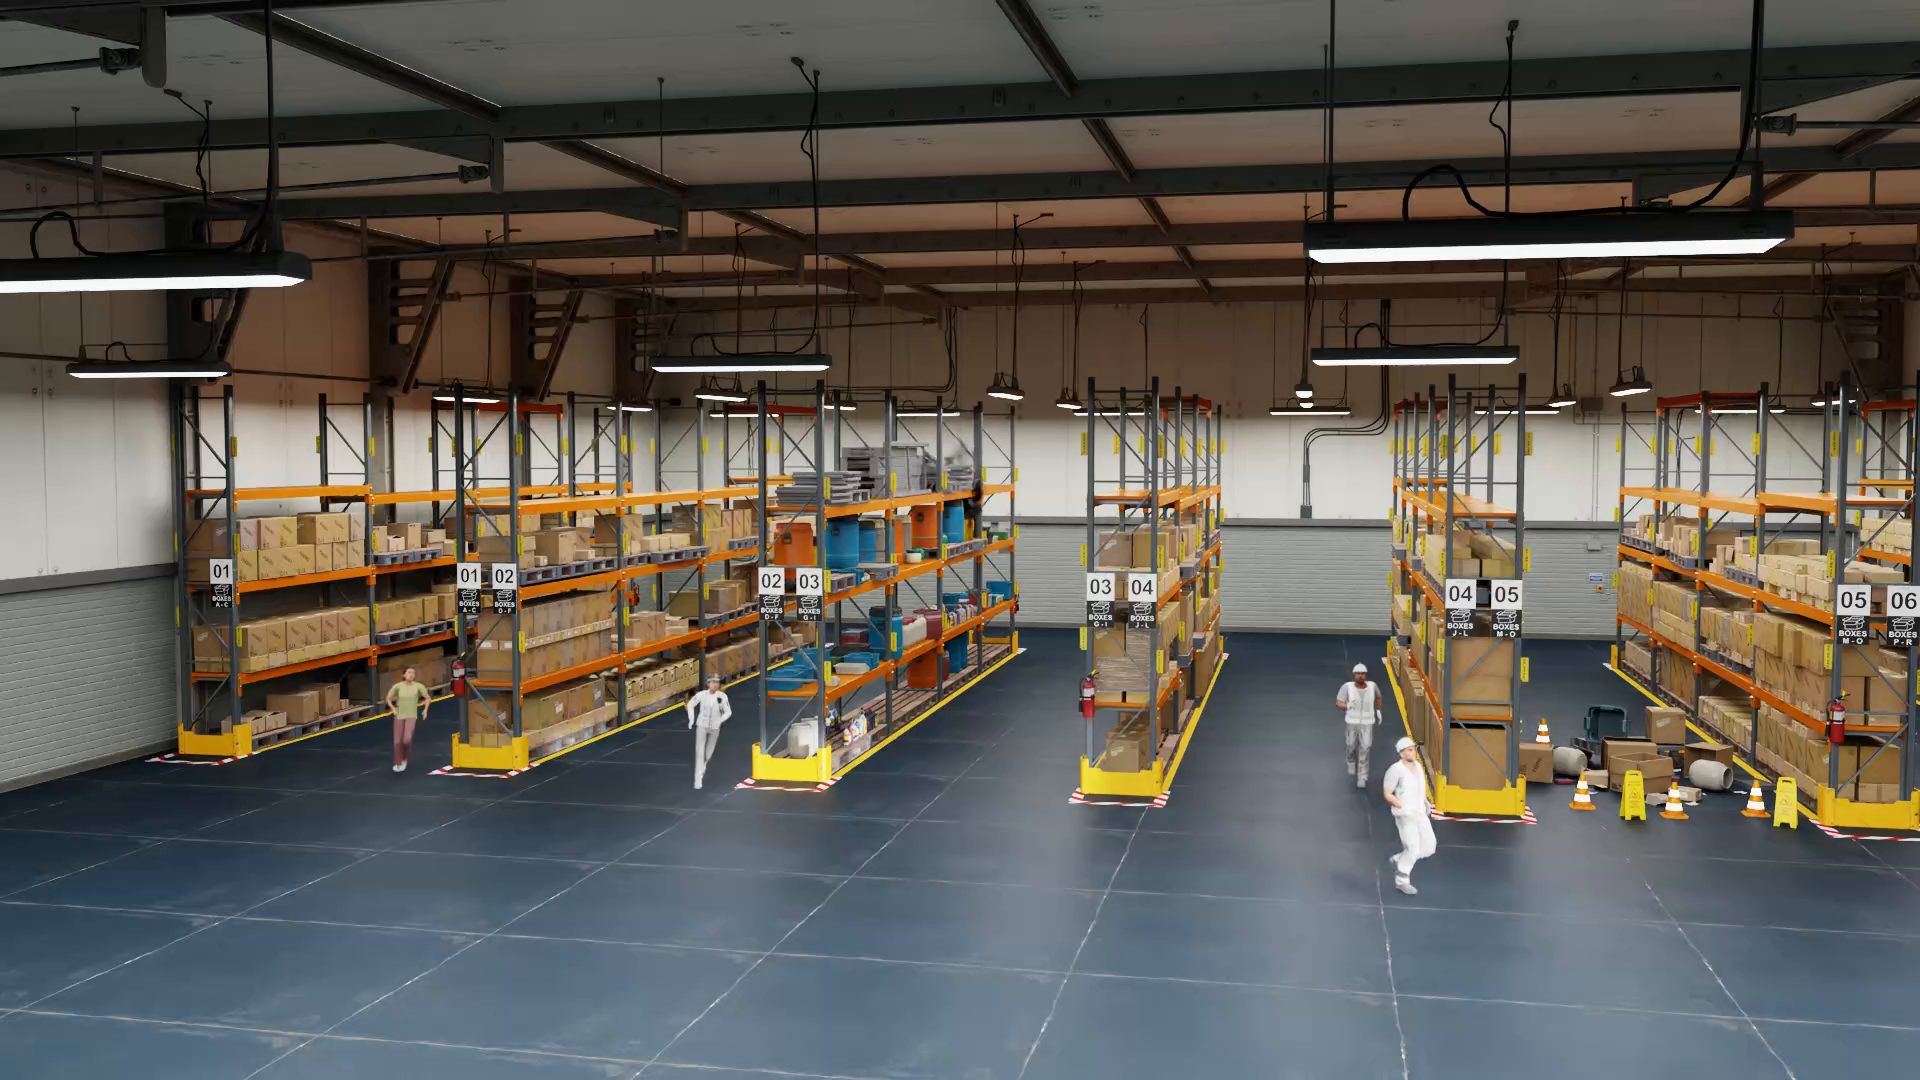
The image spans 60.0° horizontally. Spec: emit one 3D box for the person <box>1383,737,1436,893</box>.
[{"bbox_3d":[5.050,3.087,18.683,0.663,1.745,0.544,-2,4,-35],"label":"person"}]

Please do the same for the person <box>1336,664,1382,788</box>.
[{"bbox_3d":[5.895,2.706,24.577,0.685,1.765,0.984,0,3,9],"label":"person"}]

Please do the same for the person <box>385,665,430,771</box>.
[{"bbox_3d":[-8.504,2.749,25.589,0.649,1.632,0.565,-1,3,-14],"label":"person"}]

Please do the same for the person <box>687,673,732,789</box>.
[{"bbox_3d":[-3.728,2.803,24.744,0.657,1.667,0.801,-1,3,-11],"label":"person"}]
